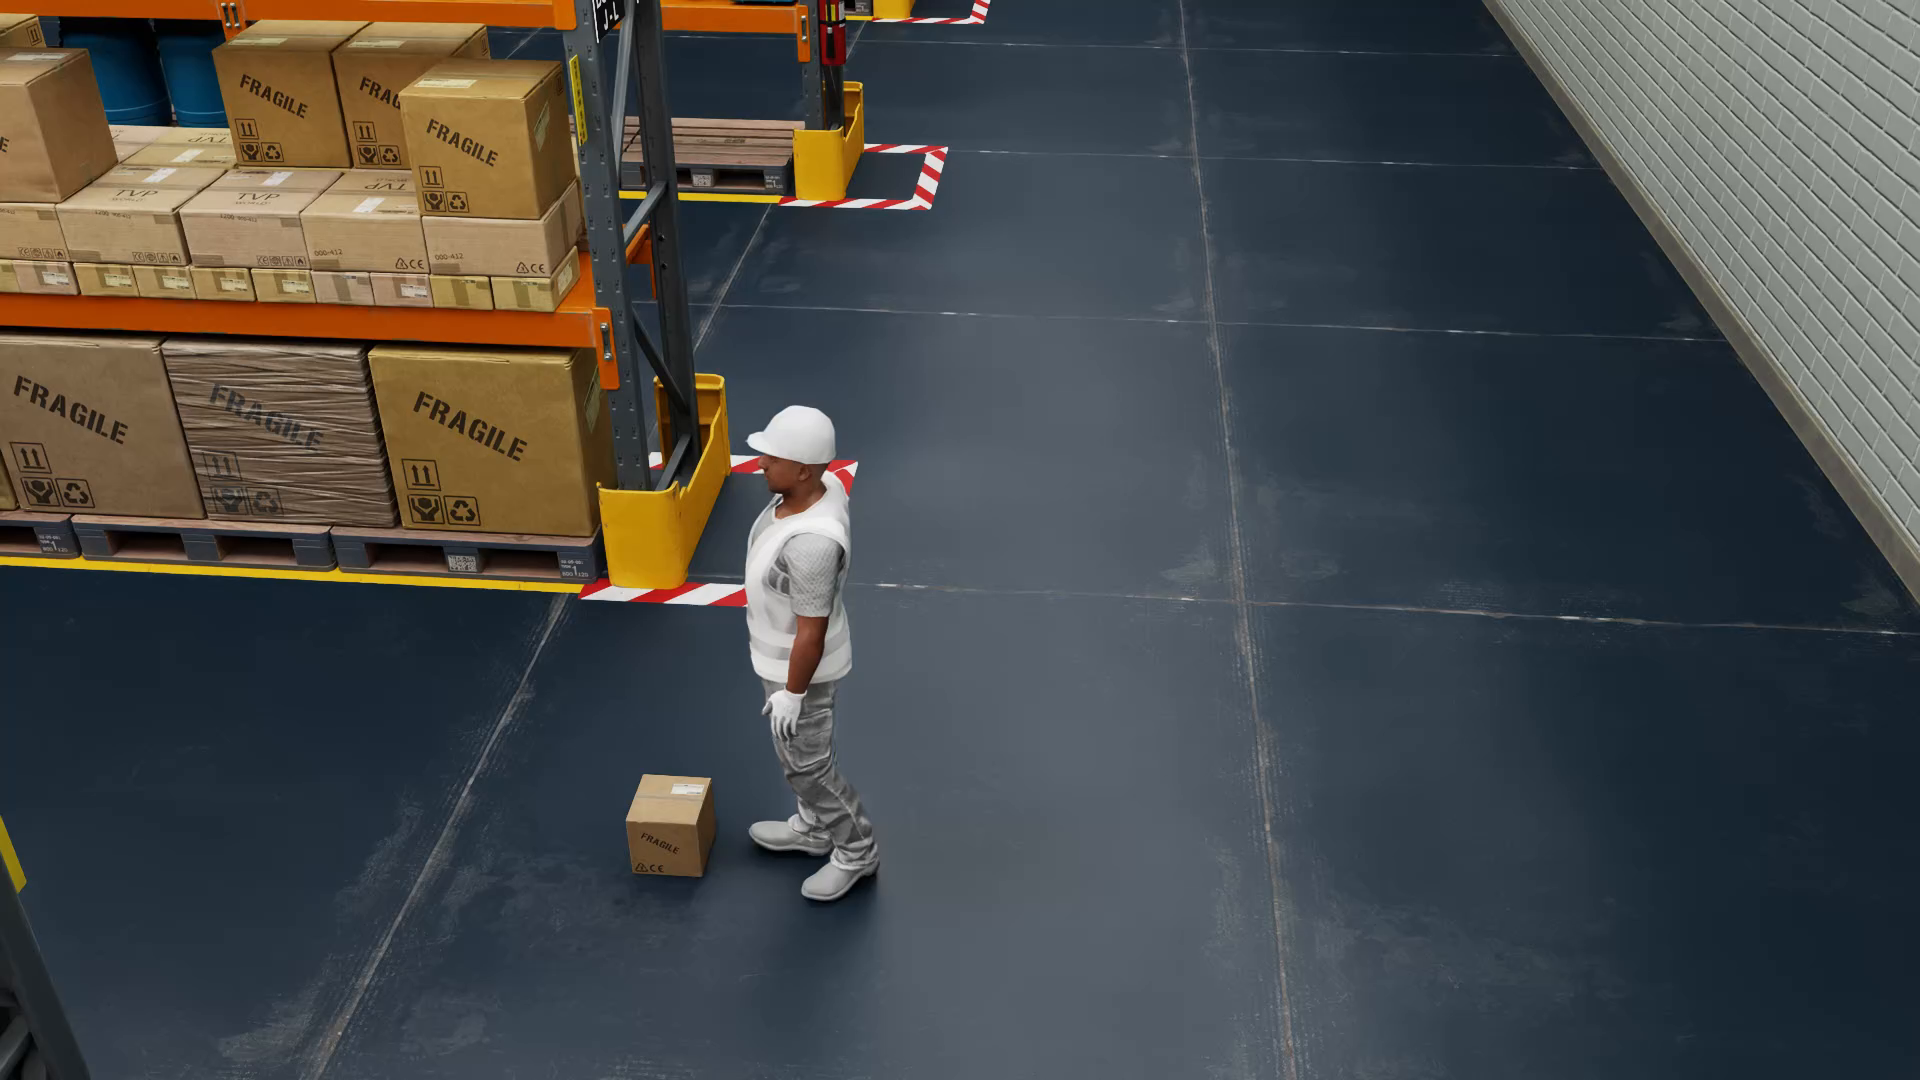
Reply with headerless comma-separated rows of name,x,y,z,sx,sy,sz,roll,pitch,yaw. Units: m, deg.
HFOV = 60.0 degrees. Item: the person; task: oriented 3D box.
person,-0.521,0.380,5.480,0.462,1.790,0.596,-3,32,-5
